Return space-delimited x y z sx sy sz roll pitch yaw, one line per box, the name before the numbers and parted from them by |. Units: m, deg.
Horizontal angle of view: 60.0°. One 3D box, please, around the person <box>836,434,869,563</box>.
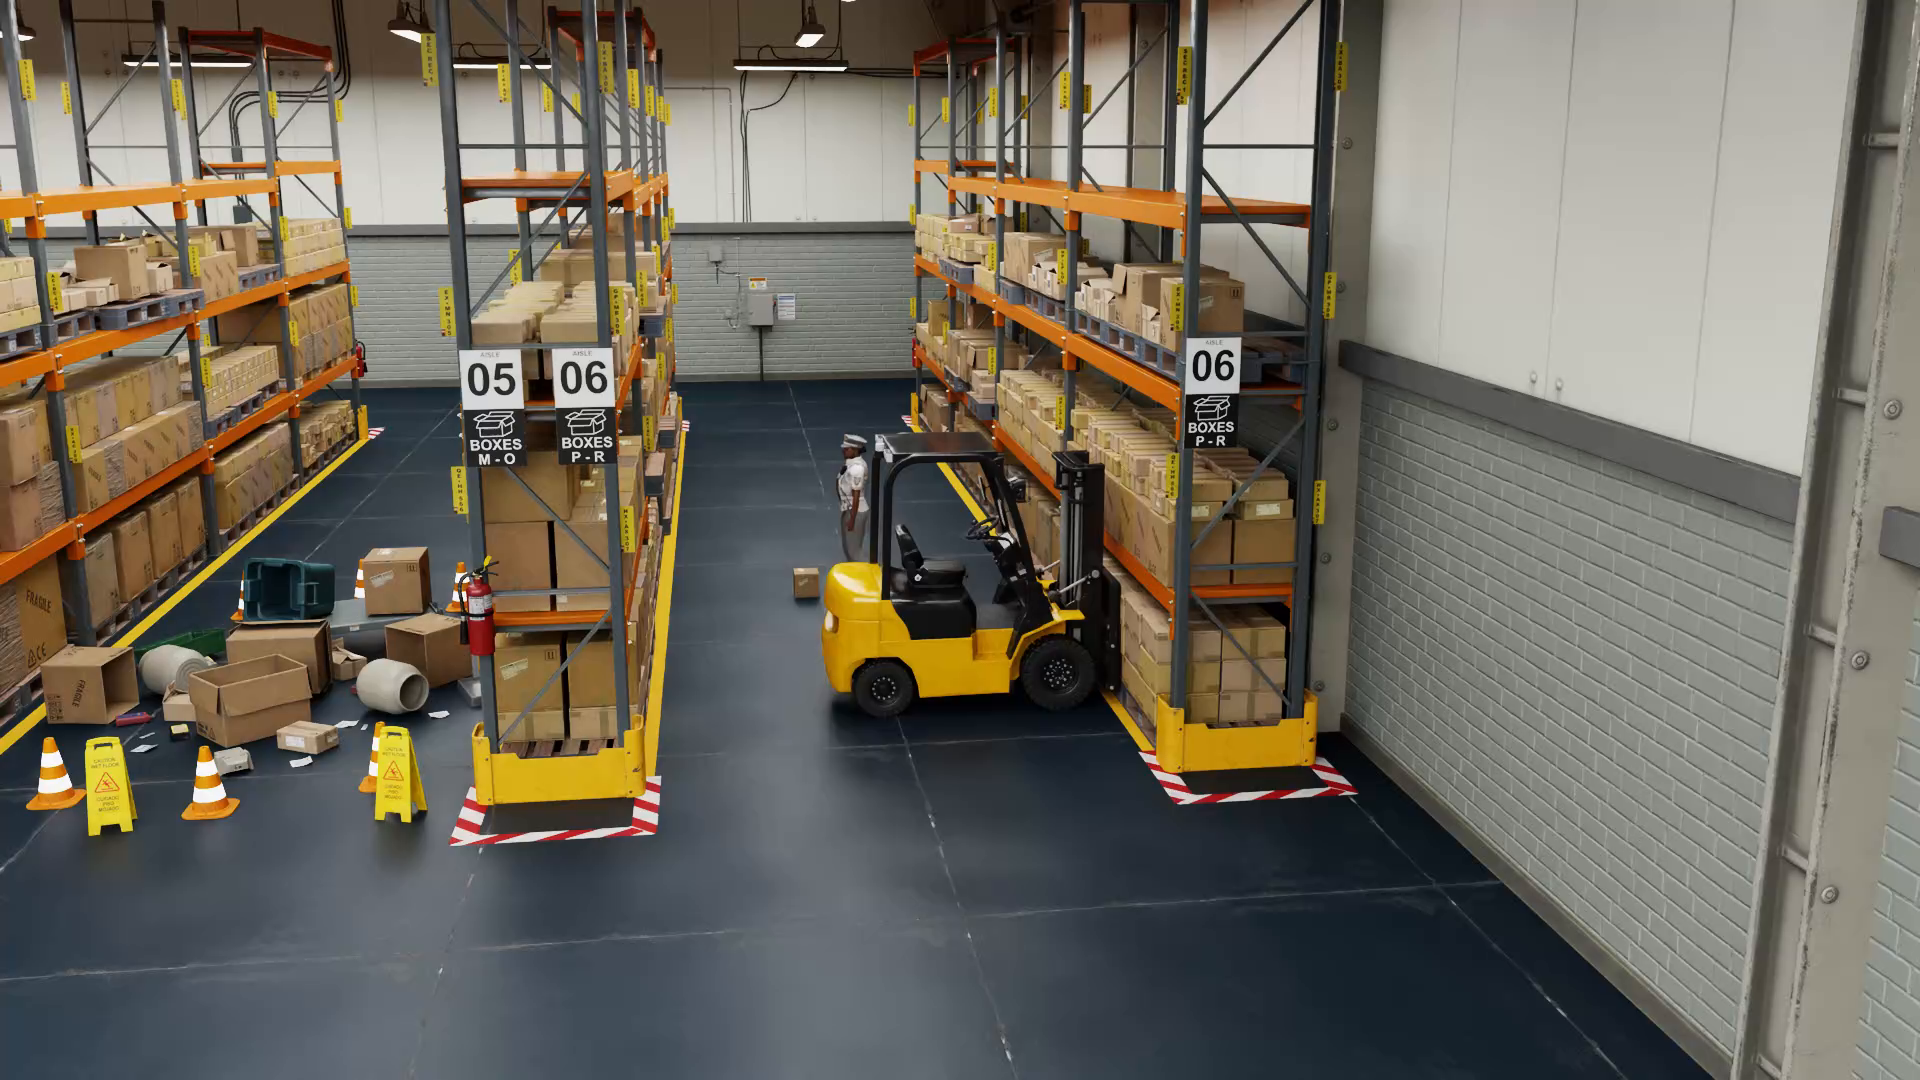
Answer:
person | -1.105 -0.249 17.080 0.340 1.706 0.436 -2 13 -7
